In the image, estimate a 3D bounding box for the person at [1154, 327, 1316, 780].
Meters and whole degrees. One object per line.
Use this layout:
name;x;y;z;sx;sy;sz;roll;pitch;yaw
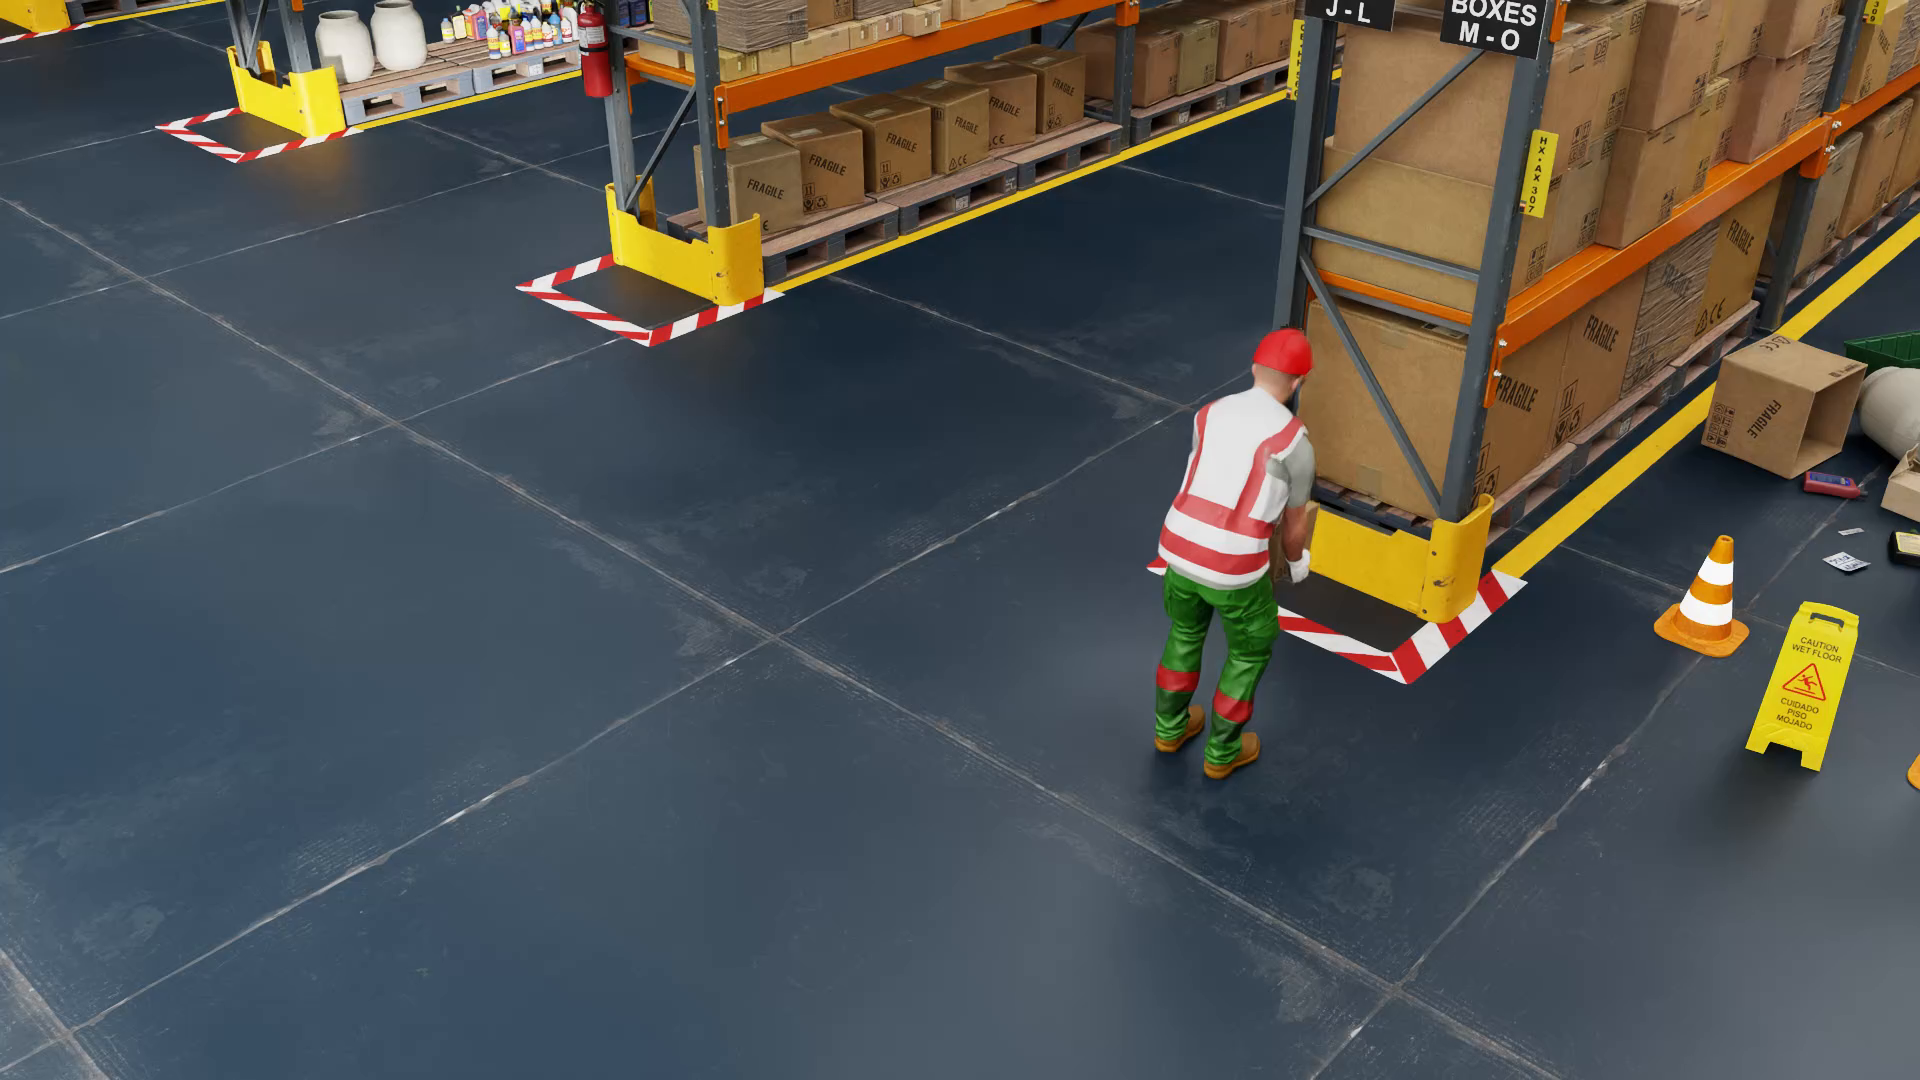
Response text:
person;1.028;0.049;6.143;0.489;1.669;0.691;24;39;34
